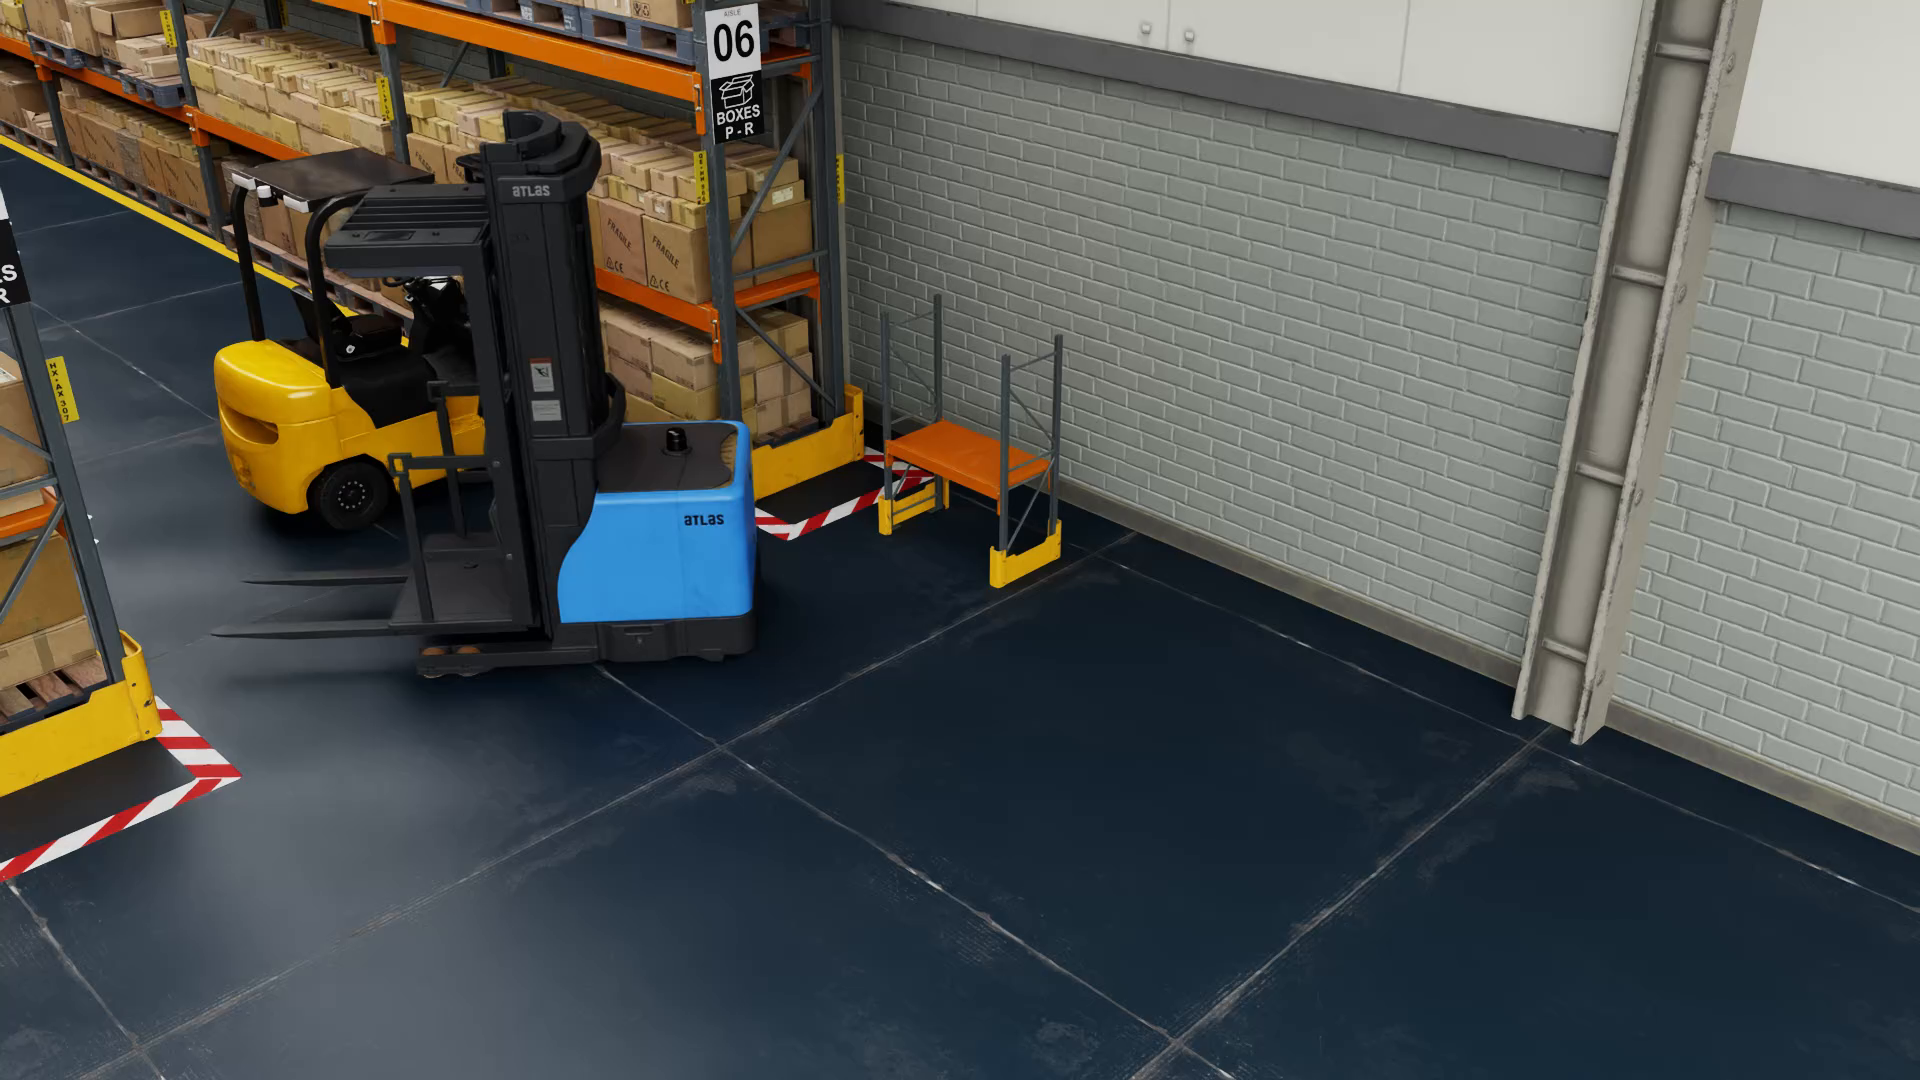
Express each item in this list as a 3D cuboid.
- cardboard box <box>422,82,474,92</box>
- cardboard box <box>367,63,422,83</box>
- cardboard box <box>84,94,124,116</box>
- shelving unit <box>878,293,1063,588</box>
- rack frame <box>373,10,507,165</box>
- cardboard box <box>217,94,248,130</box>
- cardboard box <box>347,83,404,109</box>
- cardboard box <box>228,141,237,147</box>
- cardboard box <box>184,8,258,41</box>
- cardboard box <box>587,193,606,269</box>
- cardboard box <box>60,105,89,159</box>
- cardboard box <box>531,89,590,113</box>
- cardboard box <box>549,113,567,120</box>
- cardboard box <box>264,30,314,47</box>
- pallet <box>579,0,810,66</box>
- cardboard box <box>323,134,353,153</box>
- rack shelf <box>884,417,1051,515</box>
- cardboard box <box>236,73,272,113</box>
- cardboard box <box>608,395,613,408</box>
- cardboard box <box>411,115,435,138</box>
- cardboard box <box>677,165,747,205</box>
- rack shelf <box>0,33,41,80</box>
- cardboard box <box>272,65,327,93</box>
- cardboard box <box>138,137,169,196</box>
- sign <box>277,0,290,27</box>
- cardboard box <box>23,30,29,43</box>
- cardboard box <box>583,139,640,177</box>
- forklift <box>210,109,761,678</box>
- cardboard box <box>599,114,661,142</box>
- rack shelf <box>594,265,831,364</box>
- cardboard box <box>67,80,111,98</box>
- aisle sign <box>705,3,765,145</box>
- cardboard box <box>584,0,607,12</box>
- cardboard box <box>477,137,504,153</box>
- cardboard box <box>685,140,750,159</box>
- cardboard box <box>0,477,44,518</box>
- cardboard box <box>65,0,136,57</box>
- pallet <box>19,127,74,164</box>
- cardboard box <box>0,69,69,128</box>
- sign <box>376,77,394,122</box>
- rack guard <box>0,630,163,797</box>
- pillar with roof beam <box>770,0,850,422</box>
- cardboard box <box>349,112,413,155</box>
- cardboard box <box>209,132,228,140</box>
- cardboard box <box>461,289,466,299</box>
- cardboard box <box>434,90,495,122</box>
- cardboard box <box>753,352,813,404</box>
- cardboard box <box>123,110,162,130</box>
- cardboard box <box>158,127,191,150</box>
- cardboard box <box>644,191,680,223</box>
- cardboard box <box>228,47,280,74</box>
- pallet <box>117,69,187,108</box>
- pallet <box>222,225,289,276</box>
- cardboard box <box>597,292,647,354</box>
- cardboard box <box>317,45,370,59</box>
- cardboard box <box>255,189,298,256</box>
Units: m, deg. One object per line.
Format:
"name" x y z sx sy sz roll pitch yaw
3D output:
"cardboard box" -4.157 -3.621 13.603 0.250 0.149 0.380 24 36 37
"cardboard box" -4.845 -3.974 14.274 0.250 0.149 0.380 25 36 38
"cardboard box" -9.249 -4.731 18.055 0.250 0.149 0.380 22 35 36
"shelving unit" 0.054 -0.639 10.347 1.083 1.500 0.587 25 36 38
"rack frame" -4.056 -3.104 13.423 0.127 3.000 1.000 25 36 38
"cardboard box" -6.408 -3.951 15.196 0.500 0.250 0.500 24 36 37
"cardboard box" -4.790 -3.649 13.655 0.250 0.149 0.380 25 36 38
"cardboard box" -7.349 -3.886 17.145 0.500 0.500 0.500 25 37 39
"cardboard box" -7.166 -4.859 16.203 0.500 0.500 0.500 -23 36 -37
"cardboard box" -2.468 -2.256 11.703 0.500 0.500 0.500 24 36 37
"cardboard box" -9.574 -4.561 18.430 0.500 0.500 0.500 -23 36 -37
"cardboard box" -3.047 -3.325 12.719 0.250 0.149 0.380 24 36 37
"cardboard box" -3.063 -2.971 12.046 0.250 0.149 0.380 24 36 38
"cardboard box" -6.270 -4.653 15.565 0.380 0.149 0.250 -24 36 -38
"pallet" -1.690 -3.327 10.719 1.213 0.211 1.003 25 36 38
"cardboard box" -4.962 -3.277 13.914 0.500 0.250 0.500 24 36 38
"rack shelf" 0.061 -0.477 10.425 1.000 0.185 0.538 25 36 38
"cardboard box" -6.047 -3.998 14.747 0.500 0.250 0.500 24 36 37
"cardboard box" -2.459 -1.148 12.206 0.500 0.250 0.500 -25 37 -39
"cardboard box" -4.014 -3.244 12.885 0.250 0.149 0.380 24 36 38
"cardboard box" -1.607 -2.309 10.787 0.250 0.149 0.380 25 36 38
"rack shelf" -11.187 -6.048 19.796 4.000 0.370 1.077 25 36 38
"cardboard box" -5.631 -3.941 14.211 0.250 0.149 0.380 23 36 37
"cardboard box" -8.086 -3.892 17.157 0.500 0.500 0.500 -23 36 -37
"sign" -6.522 -5.107 15.989 0.005 0.325 0.100 25 36 38
"cardboard box" -10.165 -5.623 18.485 0.380 0.149 0.250 -25 36 -38
"cardboard box" -2.399 -2.609 11.359 0.380 0.149 0.250 -24 36 -38
"forklift" -2.700 -0.784 9.085 3.031 2.935 1.130 -2 28 -4
"cardboard box" -2.377 -2.956 12.019 0.250 0.149 0.380 25 37 39
"rack shelf" -2.630 -2.133 12.350 4.000 0.370 1.077 25 36 38
"cardboard box" -9.473 -4.938 18.130 0.250 0.149 0.380 23 35 36
"aisle sign" -1.363 -2.831 10.110 0.004 0.787 0.394 25 36 38
"cardboard box" -2.189 -3.549 10.633 0.258 0.266 0.396 25 36 38
"cardboard box" -3.313 -2.893 12.218 0.250 0.149 0.380 24 36 38
"cardboard box" -1.655 -2.620 11.380 0.380 0.149 0.250 -24 36 -38
"cardboard box" -4.779 -0.219 8.206 0.250 0.149 0.380 25 37 39
"cardboard box" -8.644 -5.287 17.017 0.500 0.500 0.700 24 36 38
"pallet" -10.250 -4.704 19.464 1.213 0.211 1.003 25 36 38
"cardboard box" -10.921 -5.237 19.715 0.500 0.500 0.700 23 35 37
"sign" -4.430 -3.398 12.824 0.005 0.325 0.100 25 36 38
"rack guard" -4.736 0.931 8.435 0.348 0.500 1.175 25 36 38
"pillar with roof beam" -4.087 -3.552 7.829 0.400 9.000 9.100 25 36 38
"cardboard box" -4.586 -3.334 13.485 0.500 0.250 0.500 24 36 37
"cardboard box" -7.466 -4.200 17.045 0.380 0.149 0.250 -25 37 -39
"cardboard box" -3.567 -1.870 13.043 0.500 0.250 0.500 24 36 38
"cardboard box" -3.775 -3.315 12.701 0.380 0.149 0.250 -25 36 -38
"cardboard box" -1.394 -1.211 11.790 0.500 0.250 0.500 -25 36 -38
"cardboard box" -8.504 -4.392 17.410 0.250 0.149 0.380 25 37 39
"cardboard box" -7.812 -4.032 16.726 0.250 0.149 0.380 23 36 37
"cardboard box" -1.851 -2.224 10.945 0.380 0.149 0.250 -25 36 -38
"cardboard box" -6.300 -4.296 14.885 0.380 0.149 0.250 -25 37 -39
"pallet" -7.441 -4.522 16.327 1.003 0.211 1.213 25 36 38
"pallet" -6.349 -2.893 16.019 1.213 0.211 1.003 25 36 38
"cardboard box" -2.486 -1.583 11.960 0.500 0.250 0.500 -25 37 -39
"cardboard box" -5.536 -4.327 14.944 0.250 0.149 0.380 24 36 38
"cardboard box" -6.002 -3.125 15.564 0.875 0.625 0.625 -24 36 -38
